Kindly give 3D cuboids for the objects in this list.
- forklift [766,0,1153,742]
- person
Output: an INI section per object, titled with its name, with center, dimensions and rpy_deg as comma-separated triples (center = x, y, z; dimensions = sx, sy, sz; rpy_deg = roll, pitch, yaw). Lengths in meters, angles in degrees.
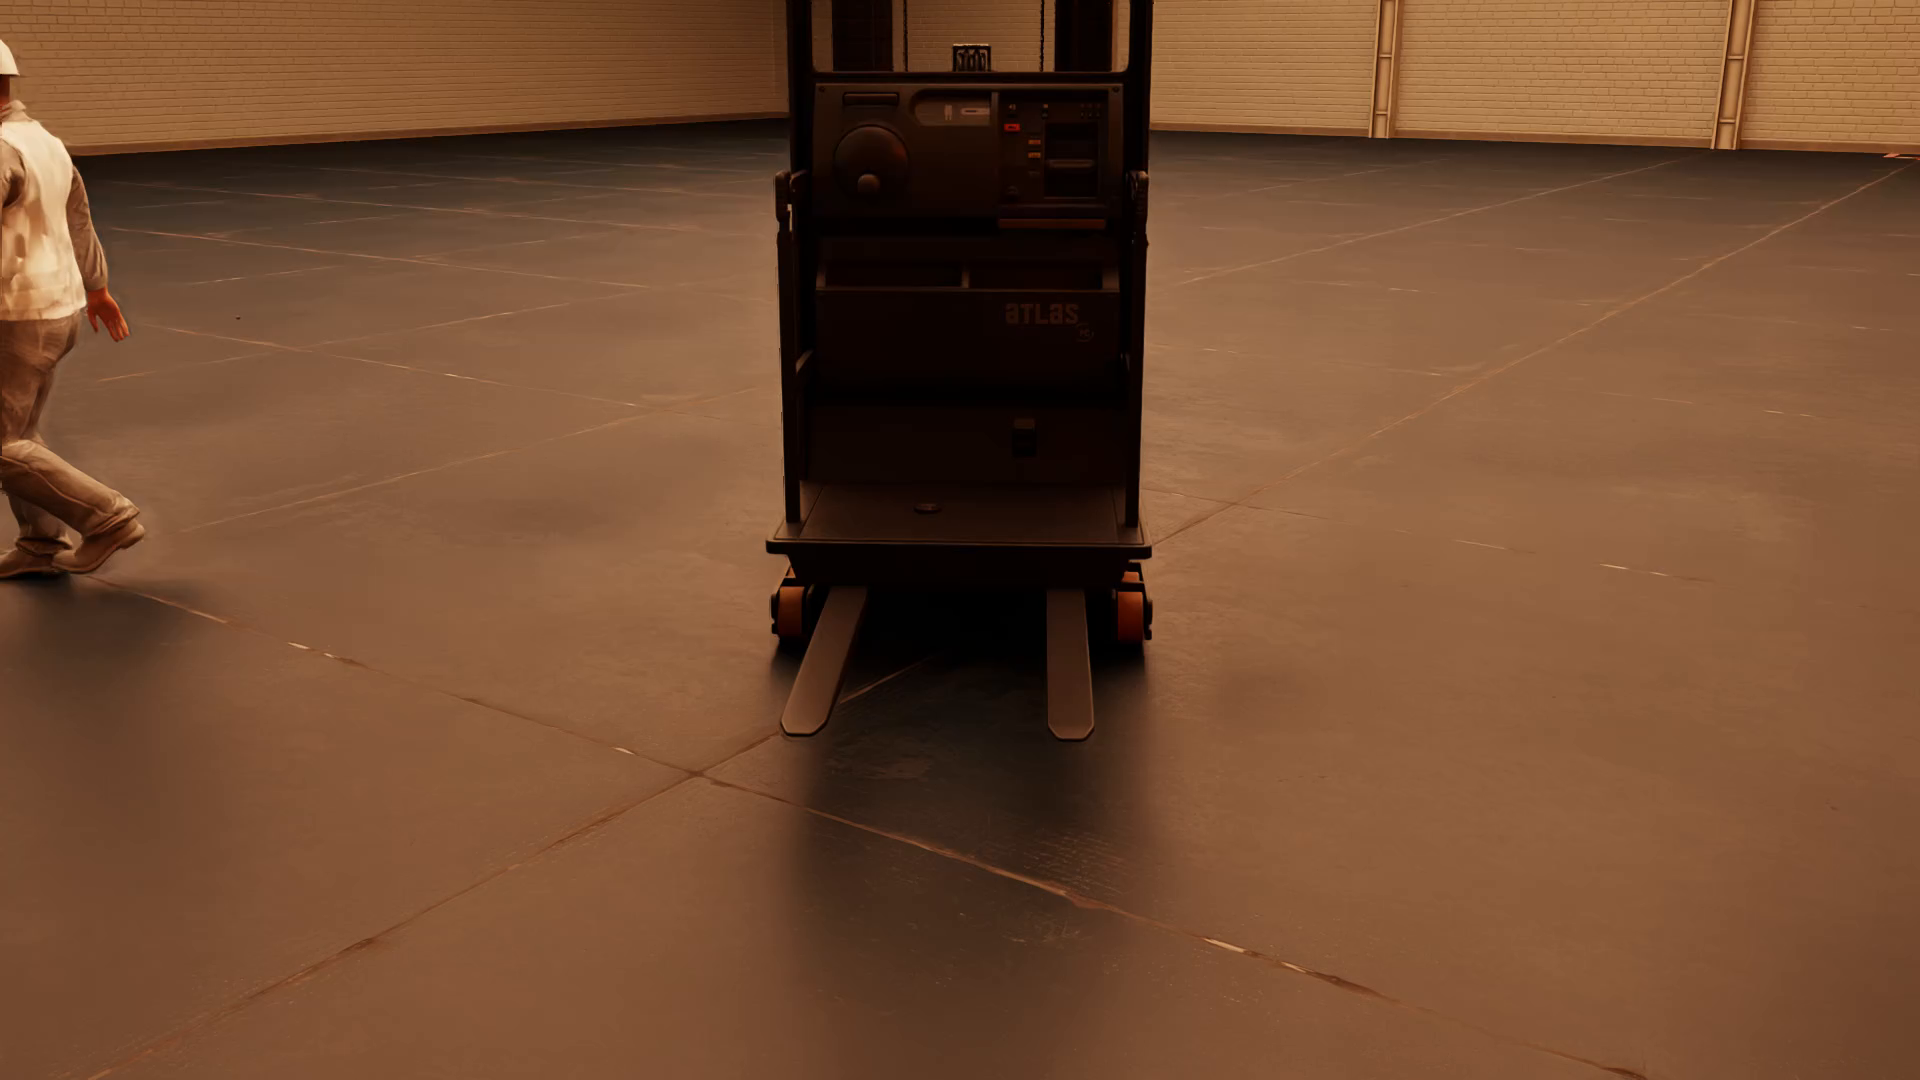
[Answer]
[forklift]
center = 0.016, -1.185, 4.797
dimensions = 1.130, 2.935, 3.031
rpy_deg = 1, 17, 3
[person]
center = -2.994, -0.716, 5.290
dimensions = 0.630, 1.755, 0.803
rpy_deg = -3, 17, -11
